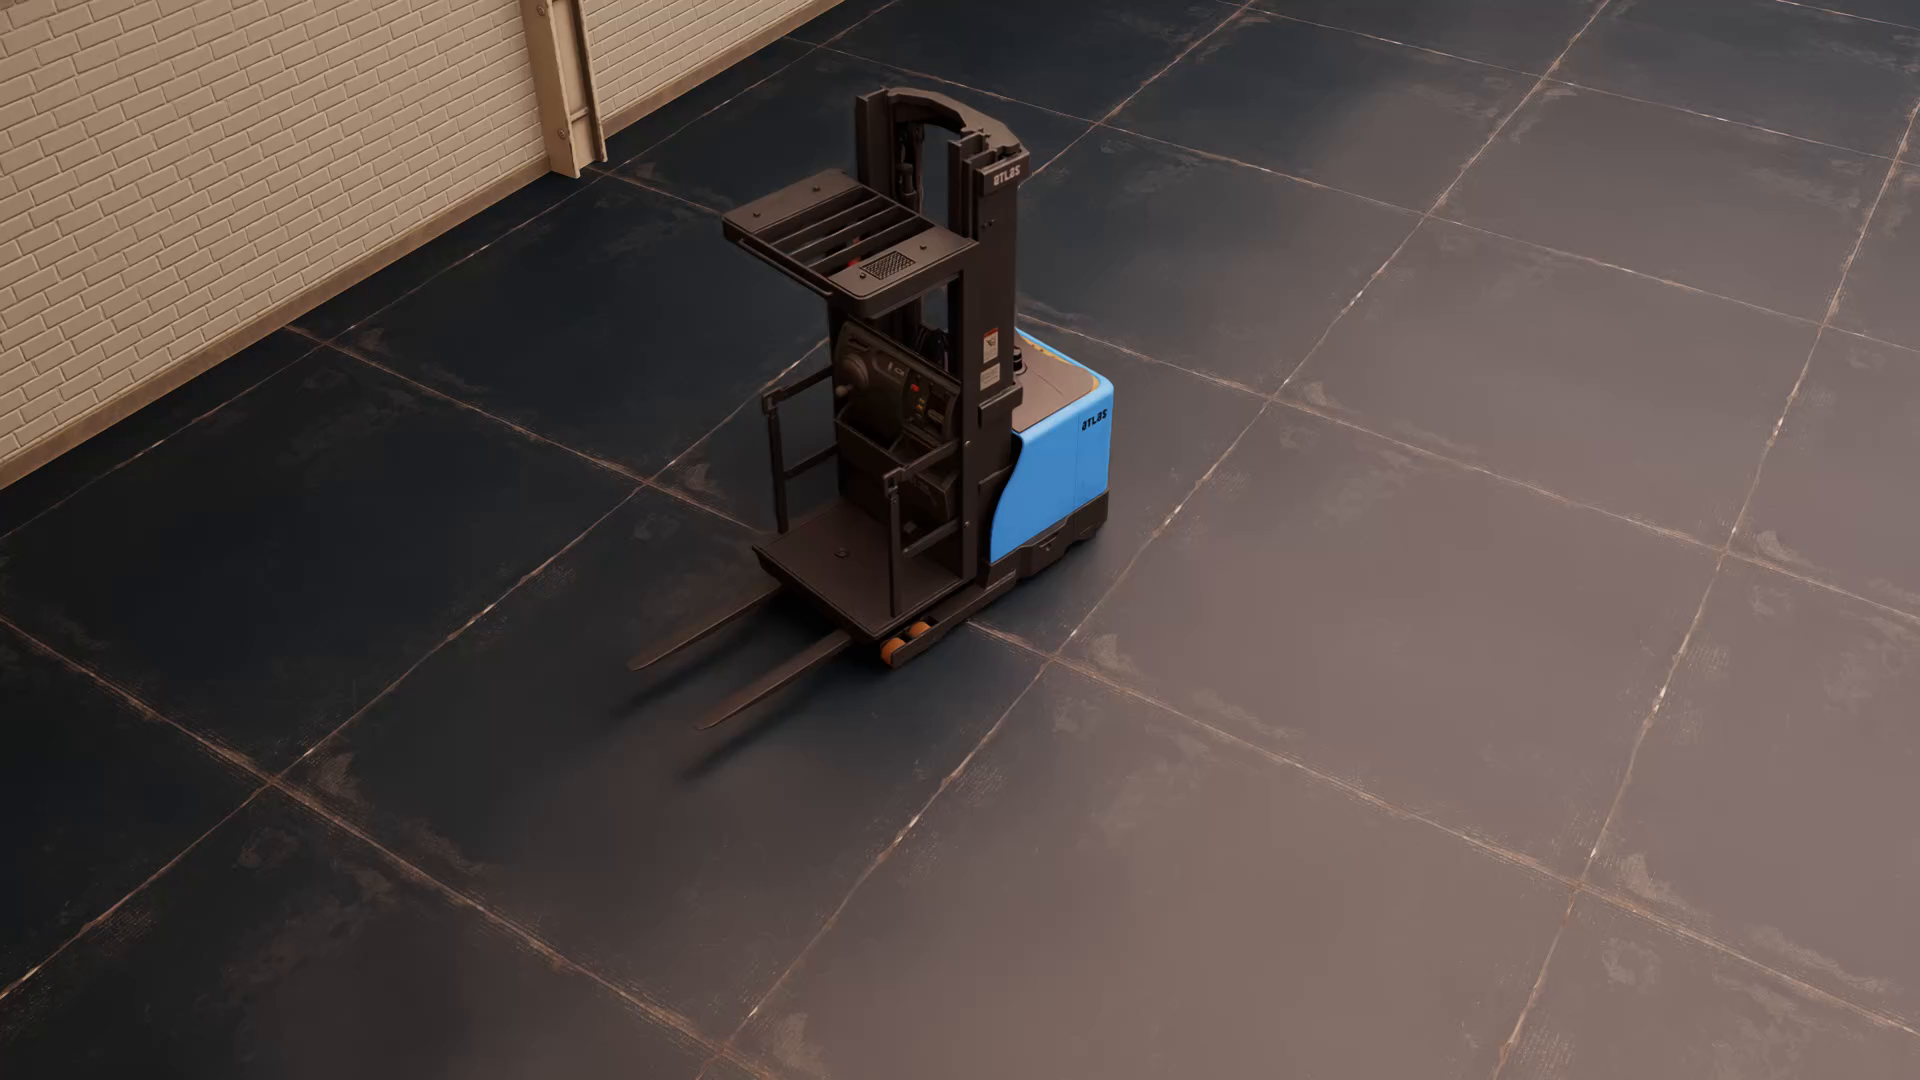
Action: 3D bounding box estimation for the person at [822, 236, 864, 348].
[{"bbox_3d":[-0.491,-1.294,10.531,0.620,1.593,0.794,-28,48,-29],"label":"person"}]

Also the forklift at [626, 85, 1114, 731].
[{"bbox_3d":[-0.502,-0.781,8.888,3.031,2.935,1.130,-32,50,-32],"label":"forklift"}]
